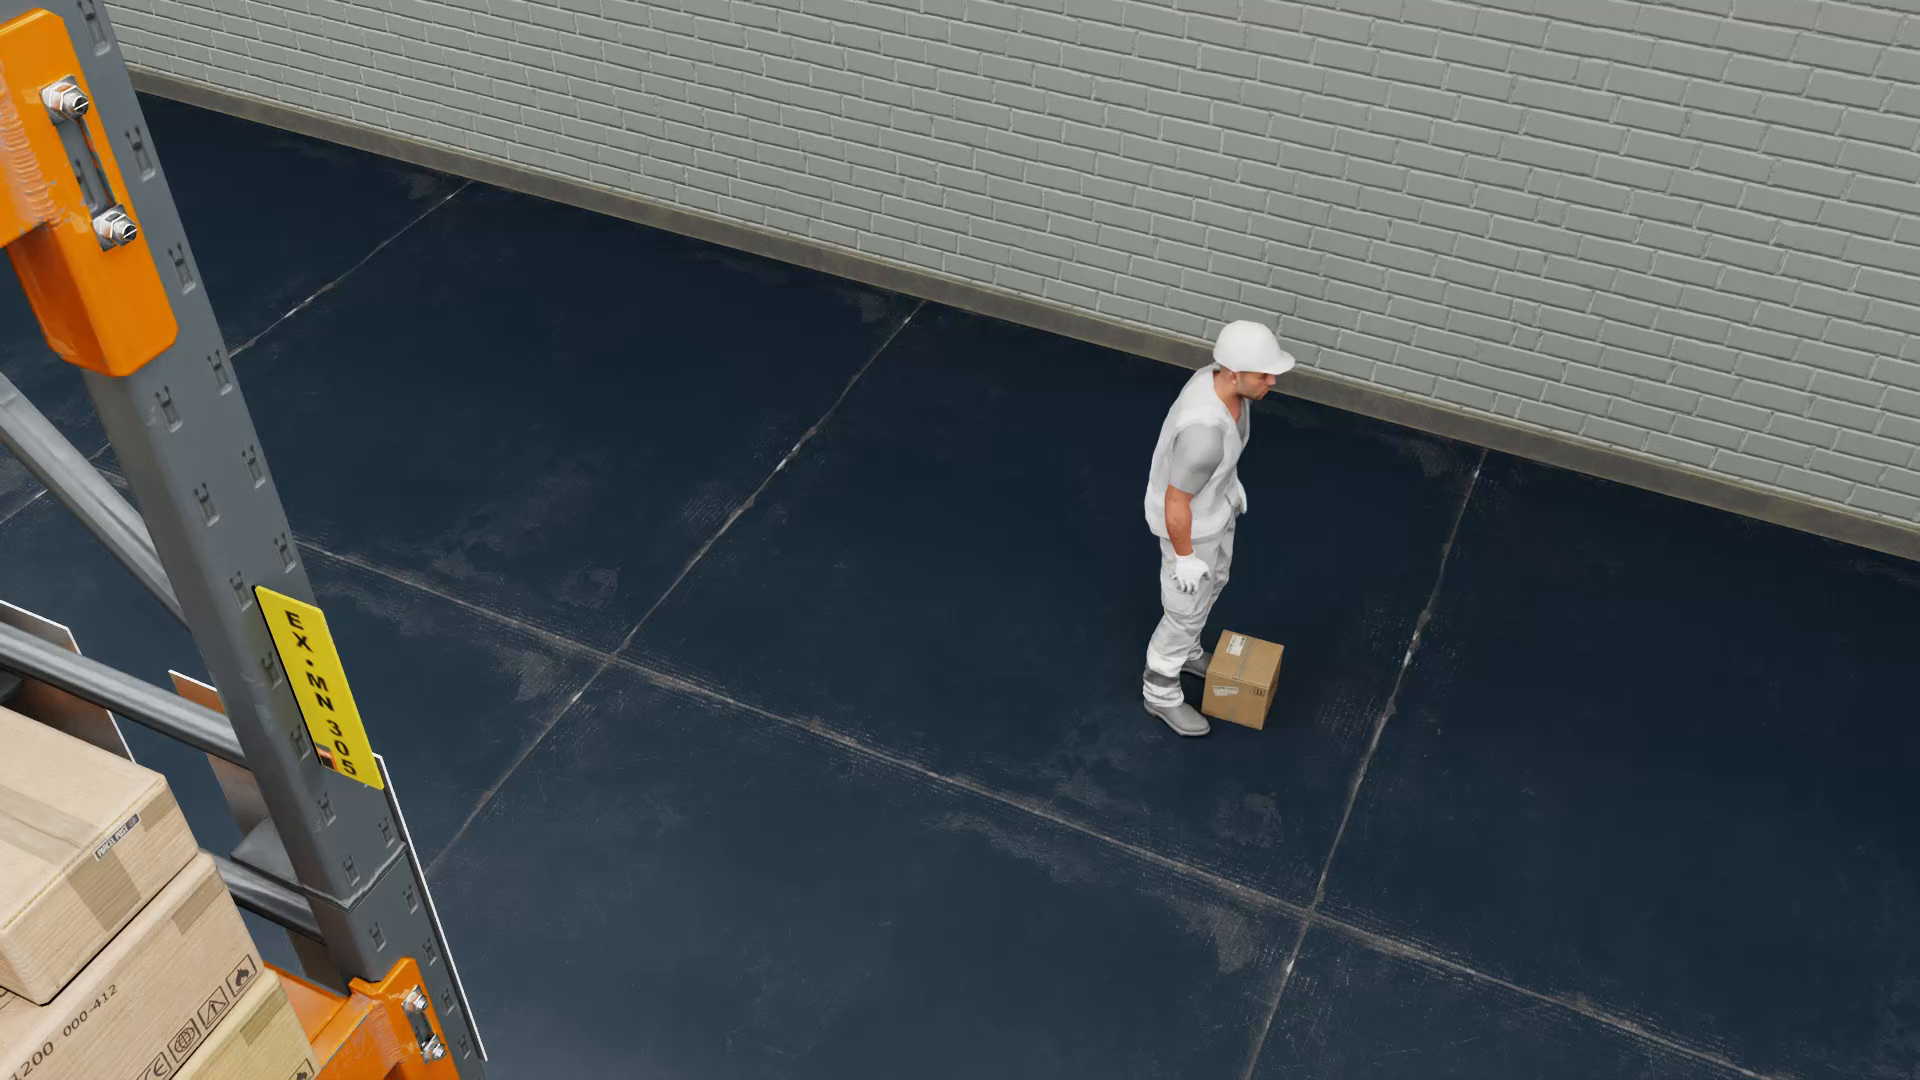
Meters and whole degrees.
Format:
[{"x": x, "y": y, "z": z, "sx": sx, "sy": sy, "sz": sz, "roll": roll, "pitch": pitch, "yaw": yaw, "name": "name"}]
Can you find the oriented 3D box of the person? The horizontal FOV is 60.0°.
[{"x": 0.924, "y": -0.067, "z": 6.223, "sx": 0.452, "sy": 1.779, "sz": 0.607, "roll": 17, "pitch": 44, "yaw": 18, "name": "person"}]
